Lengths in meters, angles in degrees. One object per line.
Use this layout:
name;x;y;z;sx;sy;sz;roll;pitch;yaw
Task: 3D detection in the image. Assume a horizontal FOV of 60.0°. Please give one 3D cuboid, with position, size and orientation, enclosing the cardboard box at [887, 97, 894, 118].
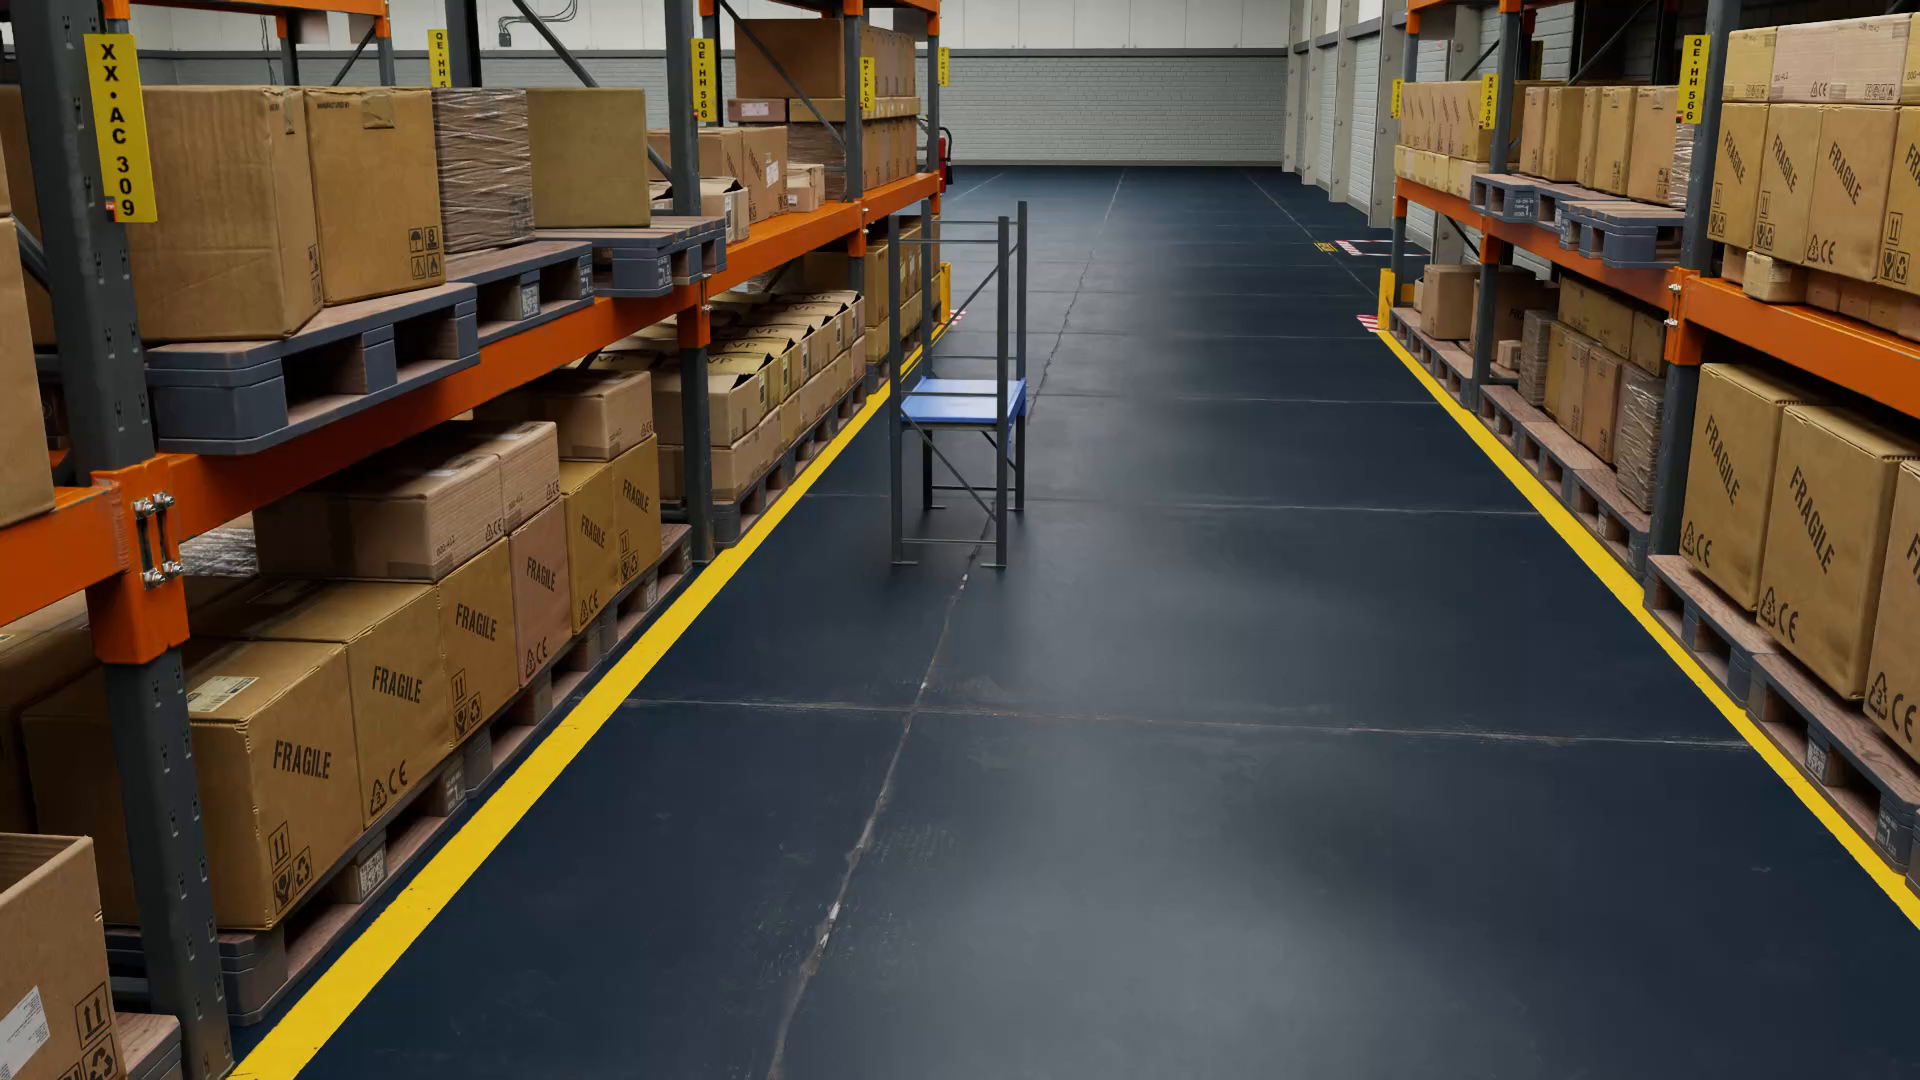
cardboard box;-0.710;-3.294;12.664;0.380;0.149;0.250;1;15;5

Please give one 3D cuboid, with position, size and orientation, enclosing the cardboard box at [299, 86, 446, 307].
cardboard box;-1.748;-0.875;4.155;0.700;0.500;0.500;4;16;15

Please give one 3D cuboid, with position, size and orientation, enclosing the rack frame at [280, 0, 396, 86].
rack frame;-5.605;-3.587;15.180;1.000;3.000;0.127;2;15;6

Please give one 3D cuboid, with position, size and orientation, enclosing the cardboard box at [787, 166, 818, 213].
cardboard box;-1.052;-2.104;9.954;0.396;0.266;0.258;1;15;5

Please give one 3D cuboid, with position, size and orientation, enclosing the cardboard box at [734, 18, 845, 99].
cardboard box;-1.091;-3.192;11.044;0.700;0.500;0.500;2;15;7

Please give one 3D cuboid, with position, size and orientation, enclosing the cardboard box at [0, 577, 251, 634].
cardboard box;-2.203;0.402;4.373;0.500;0.500;0.500;2;15;6

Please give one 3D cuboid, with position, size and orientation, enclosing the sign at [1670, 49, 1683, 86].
sign;4.339;-2.801;10.056;0.100;0.325;0.005;2;15;6

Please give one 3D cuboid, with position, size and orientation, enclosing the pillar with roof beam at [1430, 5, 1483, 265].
pillar with roof beam;1.419;-7.667;18.776;9.100;9.000;0.400;2;15;6

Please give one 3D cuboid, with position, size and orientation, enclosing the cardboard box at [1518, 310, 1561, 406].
cardboard box;3.721;-1.072;9.825;0.700;0.500;0.500;2;15;8

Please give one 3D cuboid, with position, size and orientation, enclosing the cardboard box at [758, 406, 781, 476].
cardboard box;-1.180;-0.498;8.220;0.500;0.250;0.500;1;15;5

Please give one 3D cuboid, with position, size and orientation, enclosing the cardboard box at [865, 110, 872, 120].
cardboard box;-0.829;-3.028;11.679;0.380;0.149;0.250;2;15;6

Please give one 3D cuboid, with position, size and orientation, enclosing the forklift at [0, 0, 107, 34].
forklift;-4.405;-1.368;7.105;1.130;2.935;3.031;4;16;15

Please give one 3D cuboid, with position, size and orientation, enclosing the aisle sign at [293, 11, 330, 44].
aisle sign;-5.888;-4.869;14.941;0.394;0.787;0.004;2;15;6

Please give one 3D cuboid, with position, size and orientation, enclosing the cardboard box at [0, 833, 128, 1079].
cardboard box;-1.820;0.823;2.818;0.500;0.500;0.500;2;15;6

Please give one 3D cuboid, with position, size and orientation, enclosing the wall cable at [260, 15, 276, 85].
wall cable;-21.248;-13.919;47.845;3.097;2.526;0.112;2;15;6

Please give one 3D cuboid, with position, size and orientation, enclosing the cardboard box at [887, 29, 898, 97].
cardboard box;-0.865;-3.713;12.968;0.700;0.500;0.500;2;15;6

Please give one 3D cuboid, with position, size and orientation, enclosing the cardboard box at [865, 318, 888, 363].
cardboard box;-0.782;-1.389;11.516;0.500;0.250;0.500;2;15;6

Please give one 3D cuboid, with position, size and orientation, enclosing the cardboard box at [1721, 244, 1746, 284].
cardboard box;3.069;-1.030;6.167;0.380;0.149;0.250;1;15;5

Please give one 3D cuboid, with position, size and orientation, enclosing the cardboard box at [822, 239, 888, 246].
cardboard box;-0.723;-1.881;11.897;0.500;0.500;0.500;2;15;6

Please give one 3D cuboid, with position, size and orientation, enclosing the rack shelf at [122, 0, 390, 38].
rack shelf;-5.831;-4.169;12.964;1.077;0.370;4.000;2;15;6

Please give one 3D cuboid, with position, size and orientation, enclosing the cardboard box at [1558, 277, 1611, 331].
cardboard box;3.674;-1.319;9.304;0.500;0.250;0.500;1;15;5

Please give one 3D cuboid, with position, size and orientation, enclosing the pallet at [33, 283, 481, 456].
pallet;-1.839;-0.439;3.906;1.003;0.211;1.213;2;15;6

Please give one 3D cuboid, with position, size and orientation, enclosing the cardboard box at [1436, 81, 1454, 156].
cardboard box;3.652;-2.948;11.631;0.500;0.500;0.500;1;15;5

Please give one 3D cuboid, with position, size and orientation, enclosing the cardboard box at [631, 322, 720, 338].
cardboard box;-1.602;-1.050;9.187;0.500;0.311;0.500;2;15;8

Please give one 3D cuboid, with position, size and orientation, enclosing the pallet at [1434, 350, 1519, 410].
pallet;3.828;-1.087;11.276;1.003;0.211;1.213;2;15;6

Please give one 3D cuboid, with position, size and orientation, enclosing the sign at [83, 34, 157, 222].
sign;-1.498;-0.731;2.962;0.100;0.325;0.005;2;15;6

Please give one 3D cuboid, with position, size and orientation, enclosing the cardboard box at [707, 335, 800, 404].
cardboard box;-1.125;-0.907;8.658;0.500;0.311;0.500;1;15;5

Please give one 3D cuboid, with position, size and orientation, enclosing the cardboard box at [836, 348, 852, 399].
cardboard box;-0.953;-1.030;10.190;0.500;0.250;0.500;1;15;5

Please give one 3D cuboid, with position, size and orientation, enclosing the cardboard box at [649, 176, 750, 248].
cardboard box;-1.293;-1.548;7.812;0.500;0.311;0.500;2;15;6

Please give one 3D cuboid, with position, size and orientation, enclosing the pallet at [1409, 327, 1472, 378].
pallet;3.963;-1.404;12.449;1.003;0.211;1.213;2;15;6

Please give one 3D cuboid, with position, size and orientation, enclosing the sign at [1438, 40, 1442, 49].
sign;6.113;-6.402;21.150;0.001;0.298;0.199;2;15;6

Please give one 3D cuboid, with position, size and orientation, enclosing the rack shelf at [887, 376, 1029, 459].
rack shelf;0.010;-0.572;7.595;0.538;0.185;1.000;2;15;6

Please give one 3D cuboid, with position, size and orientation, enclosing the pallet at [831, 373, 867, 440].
pallet;-1.180;-0.864;10.453;1.003;0.211;1.213;2;15;6

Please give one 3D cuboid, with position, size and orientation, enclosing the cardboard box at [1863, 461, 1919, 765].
cardboard box;2.926;0.249;4.307;0.750;0.750;0.750;2;15;8

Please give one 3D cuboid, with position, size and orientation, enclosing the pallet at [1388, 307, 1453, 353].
pallet;4.103;-1.719;13.616;1.003;0.211;1.213;2;15;6

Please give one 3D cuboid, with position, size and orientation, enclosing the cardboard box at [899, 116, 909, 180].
cardboard box;-0.804;-3.231;13.673;0.700;0.500;0.500;2;15;8

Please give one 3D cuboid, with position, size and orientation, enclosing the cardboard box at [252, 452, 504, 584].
cardboard box;-1.628;-0.073;4.694;0.500;0.250;0.500;2;15;6

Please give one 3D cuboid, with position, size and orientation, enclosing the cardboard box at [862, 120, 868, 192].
cardboard box;-1.038;-2.703;11.720;0.700;0.500;0.500;2;15;6

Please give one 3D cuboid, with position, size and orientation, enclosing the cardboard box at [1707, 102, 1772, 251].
cardboard box;3.027;-1.303;5.935;0.500;0.500;0.500;2;15;8

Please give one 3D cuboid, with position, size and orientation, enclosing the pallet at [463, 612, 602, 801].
pallet;-1.848;0.489;5.448;1.003;0.211;1.213;2;15;6

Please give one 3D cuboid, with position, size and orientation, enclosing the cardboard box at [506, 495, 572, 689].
cardboard box;-1.571;0.149;5.309;0.500;0.500;0.500;1;15;4

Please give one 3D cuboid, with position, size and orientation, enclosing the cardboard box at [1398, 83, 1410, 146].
cardboard box;3.886;-3.479;13.594;0.500;0.500;0.500;2;15;6

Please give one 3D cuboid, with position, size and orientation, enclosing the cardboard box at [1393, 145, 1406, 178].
cardboard box;3.868;-3.115;13.684;0.500;0.250;0.500;1;15;5

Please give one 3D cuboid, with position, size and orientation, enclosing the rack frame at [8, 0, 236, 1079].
rack frame;-2.038;-0.327;3.126;1.000;3.000;0.127;2;15;6

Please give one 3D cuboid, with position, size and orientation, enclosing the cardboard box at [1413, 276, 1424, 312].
cardboard box;4.071;-2.032;13.740;0.500;0.311;0.500;0;15;0

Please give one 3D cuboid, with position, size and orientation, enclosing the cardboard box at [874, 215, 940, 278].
cardboard box;-0.449;-2.529;14.296;0.500;0.500;0.500;2;15;6

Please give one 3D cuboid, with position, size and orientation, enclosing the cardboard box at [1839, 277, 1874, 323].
cardboard box;2.991;-0.762;5.176;0.380;0.149;0.250;2;15;7

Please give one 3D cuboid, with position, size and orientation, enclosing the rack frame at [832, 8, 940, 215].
rack frame;-0.684;-3.440;14.636;1.000;3.000;0.127;2;15;6

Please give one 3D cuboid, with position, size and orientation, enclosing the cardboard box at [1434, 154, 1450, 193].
cardboard box;3.645;-2.586;11.729;0.500;0.250;0.500;2;15;6

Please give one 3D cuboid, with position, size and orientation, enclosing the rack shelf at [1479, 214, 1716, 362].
rack shelf;3.562;-1.391;8.439;1.077;0.370;4.000;2;15;6

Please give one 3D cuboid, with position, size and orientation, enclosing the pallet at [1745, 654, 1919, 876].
pallet;3.032;0.644;4.876;1.003;0.211;1.213;2;15;6

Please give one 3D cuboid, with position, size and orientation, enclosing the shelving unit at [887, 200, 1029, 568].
shelving unit;0.010;-0.746;7.548;0.538;1.500;1.048;2;15;6

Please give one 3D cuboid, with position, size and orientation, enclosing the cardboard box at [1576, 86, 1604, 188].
cardboard box;3.583;-2.071;8.539;0.700;0.500;0.500;4;16;14

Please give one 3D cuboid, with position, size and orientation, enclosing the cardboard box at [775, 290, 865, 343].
cardboard box;-0.896;-1.435;10.611;0.500;0.311;0.500;2;15;6

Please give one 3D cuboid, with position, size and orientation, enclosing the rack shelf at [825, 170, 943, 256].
rack shelf;-0.910;-2.574;12.812;1.077;0.370;4.000;2;15;6

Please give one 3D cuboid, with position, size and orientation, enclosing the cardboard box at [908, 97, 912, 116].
cardboard box;-0.594;-3.562;13.655;0.380;0.149;0.250;1;15;5

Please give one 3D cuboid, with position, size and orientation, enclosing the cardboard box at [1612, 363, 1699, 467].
cardboard box;3.539;-0.544;7.874;0.700;0.500;0.500;2;15;6

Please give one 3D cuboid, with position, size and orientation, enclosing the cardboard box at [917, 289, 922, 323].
cardboard box;-0.550;-1.908;13.433;0.500;0.250;0.500;2;15;6
